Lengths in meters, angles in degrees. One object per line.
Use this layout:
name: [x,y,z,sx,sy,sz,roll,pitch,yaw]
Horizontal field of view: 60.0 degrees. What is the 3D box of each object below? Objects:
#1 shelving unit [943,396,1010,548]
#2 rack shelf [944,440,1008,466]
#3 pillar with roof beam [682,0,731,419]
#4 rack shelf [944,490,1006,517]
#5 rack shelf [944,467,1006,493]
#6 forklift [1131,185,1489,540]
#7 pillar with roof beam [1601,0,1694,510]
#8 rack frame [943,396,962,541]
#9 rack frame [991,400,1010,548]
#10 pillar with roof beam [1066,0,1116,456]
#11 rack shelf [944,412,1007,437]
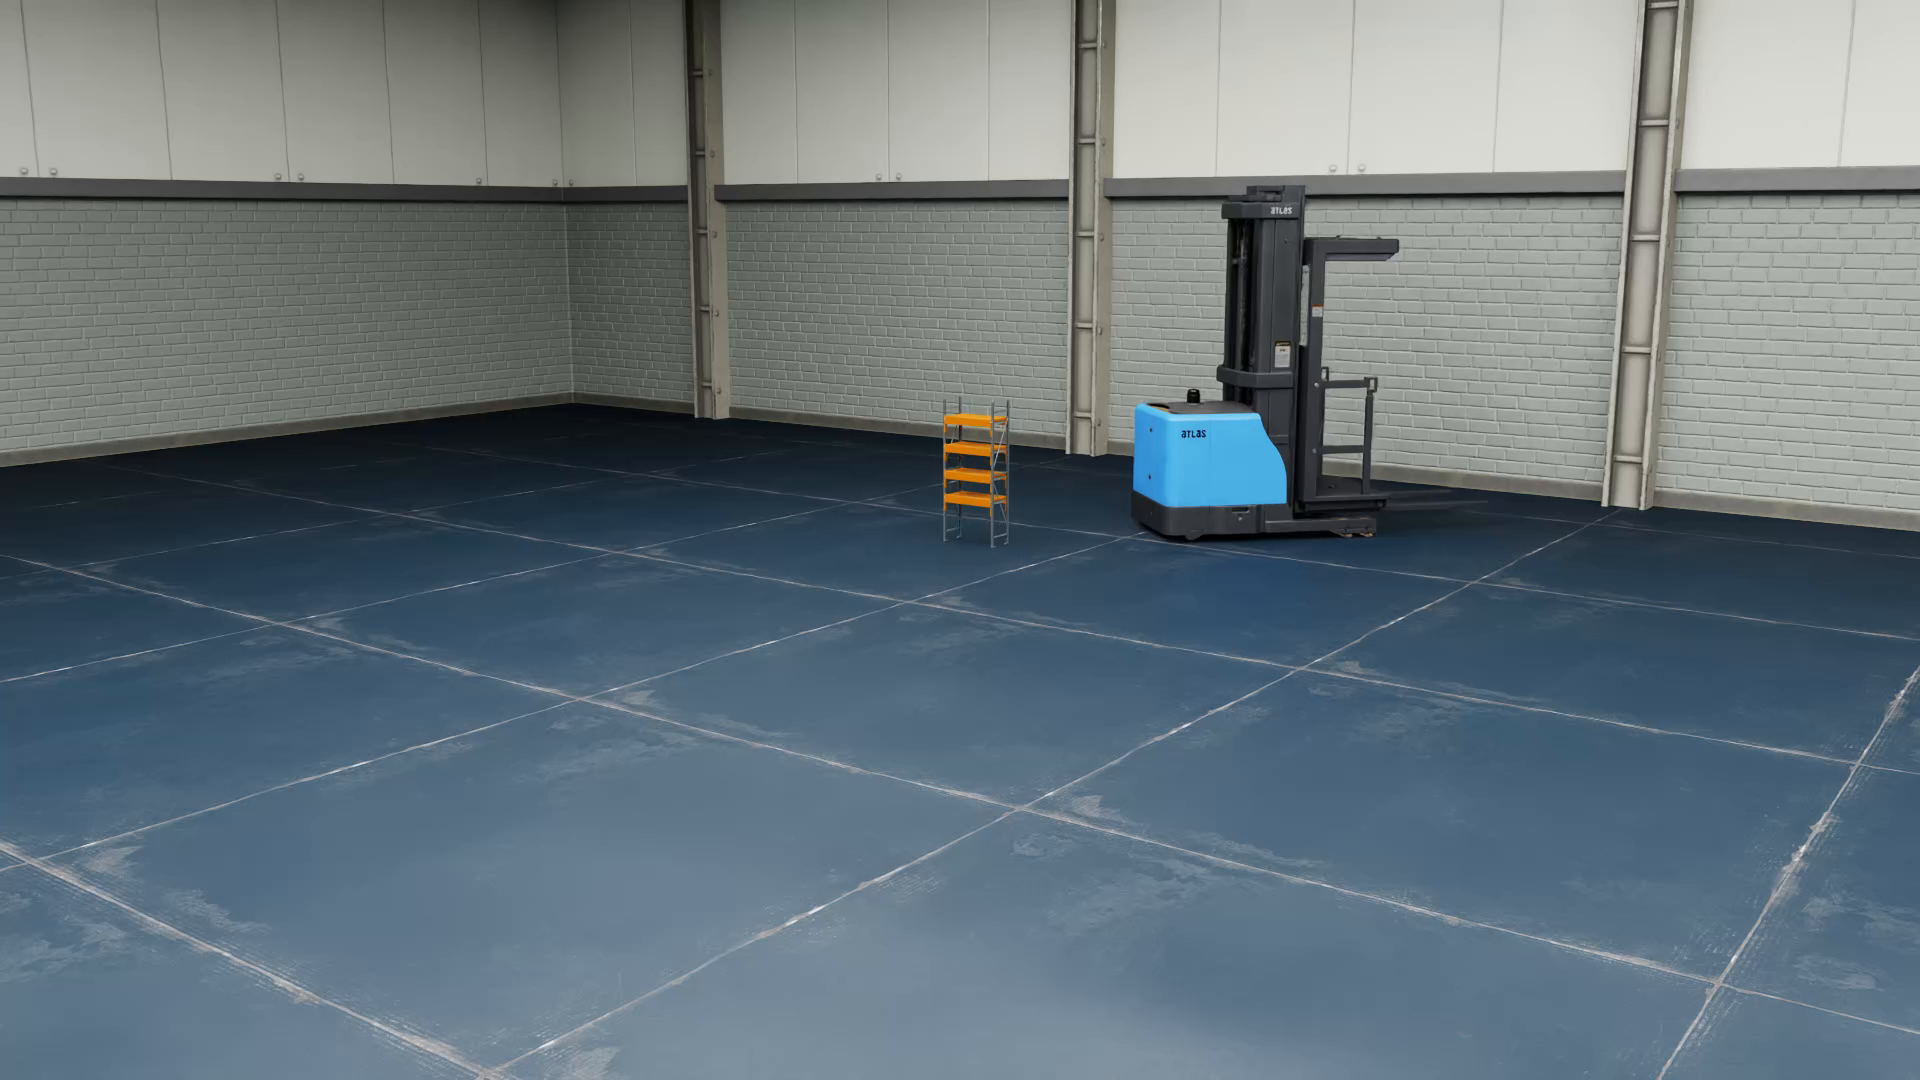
shelving unit: [0.133,-0.570,13.820,0.503,1.200,0.258,8,13,36]
rack shelf: [0.133,-0.724,13.790,0.480,0.148,0.258,8,13,36]
pillar with roof beam: [-5.920,-5.431,18.411,0.400,9.000,9.100,8,13,36]
rack shelf: [0.133,-0.309,13.870,0.480,0.148,0.258,8,13,36]
rack shelf: [0.133,-0.504,13.832,0.480,0.148,0.258,8,13,36]
forklift: [3.088,-1.555,14.349,3.031,2.935,1.130,-2,11,-11]
pillar with roof beam: [3.752,-4.082,11.438,0.400,9.000,9.100,8,13,36]
rack frame: [-0.063,-0.598,13.961,0.015,1.200,0.240,8,13,36]
rack frame: [0.330,-0.543,13.678,0.015,1.200,0.240,8,13,36]
pillar with roof beam: [-1.084,-4.757,14.925,0.400,9.000,9.100,8,13,36]
rack shelf: [0.133,-0.956,13.745,0.480,0.148,0.258,8,13,36]
